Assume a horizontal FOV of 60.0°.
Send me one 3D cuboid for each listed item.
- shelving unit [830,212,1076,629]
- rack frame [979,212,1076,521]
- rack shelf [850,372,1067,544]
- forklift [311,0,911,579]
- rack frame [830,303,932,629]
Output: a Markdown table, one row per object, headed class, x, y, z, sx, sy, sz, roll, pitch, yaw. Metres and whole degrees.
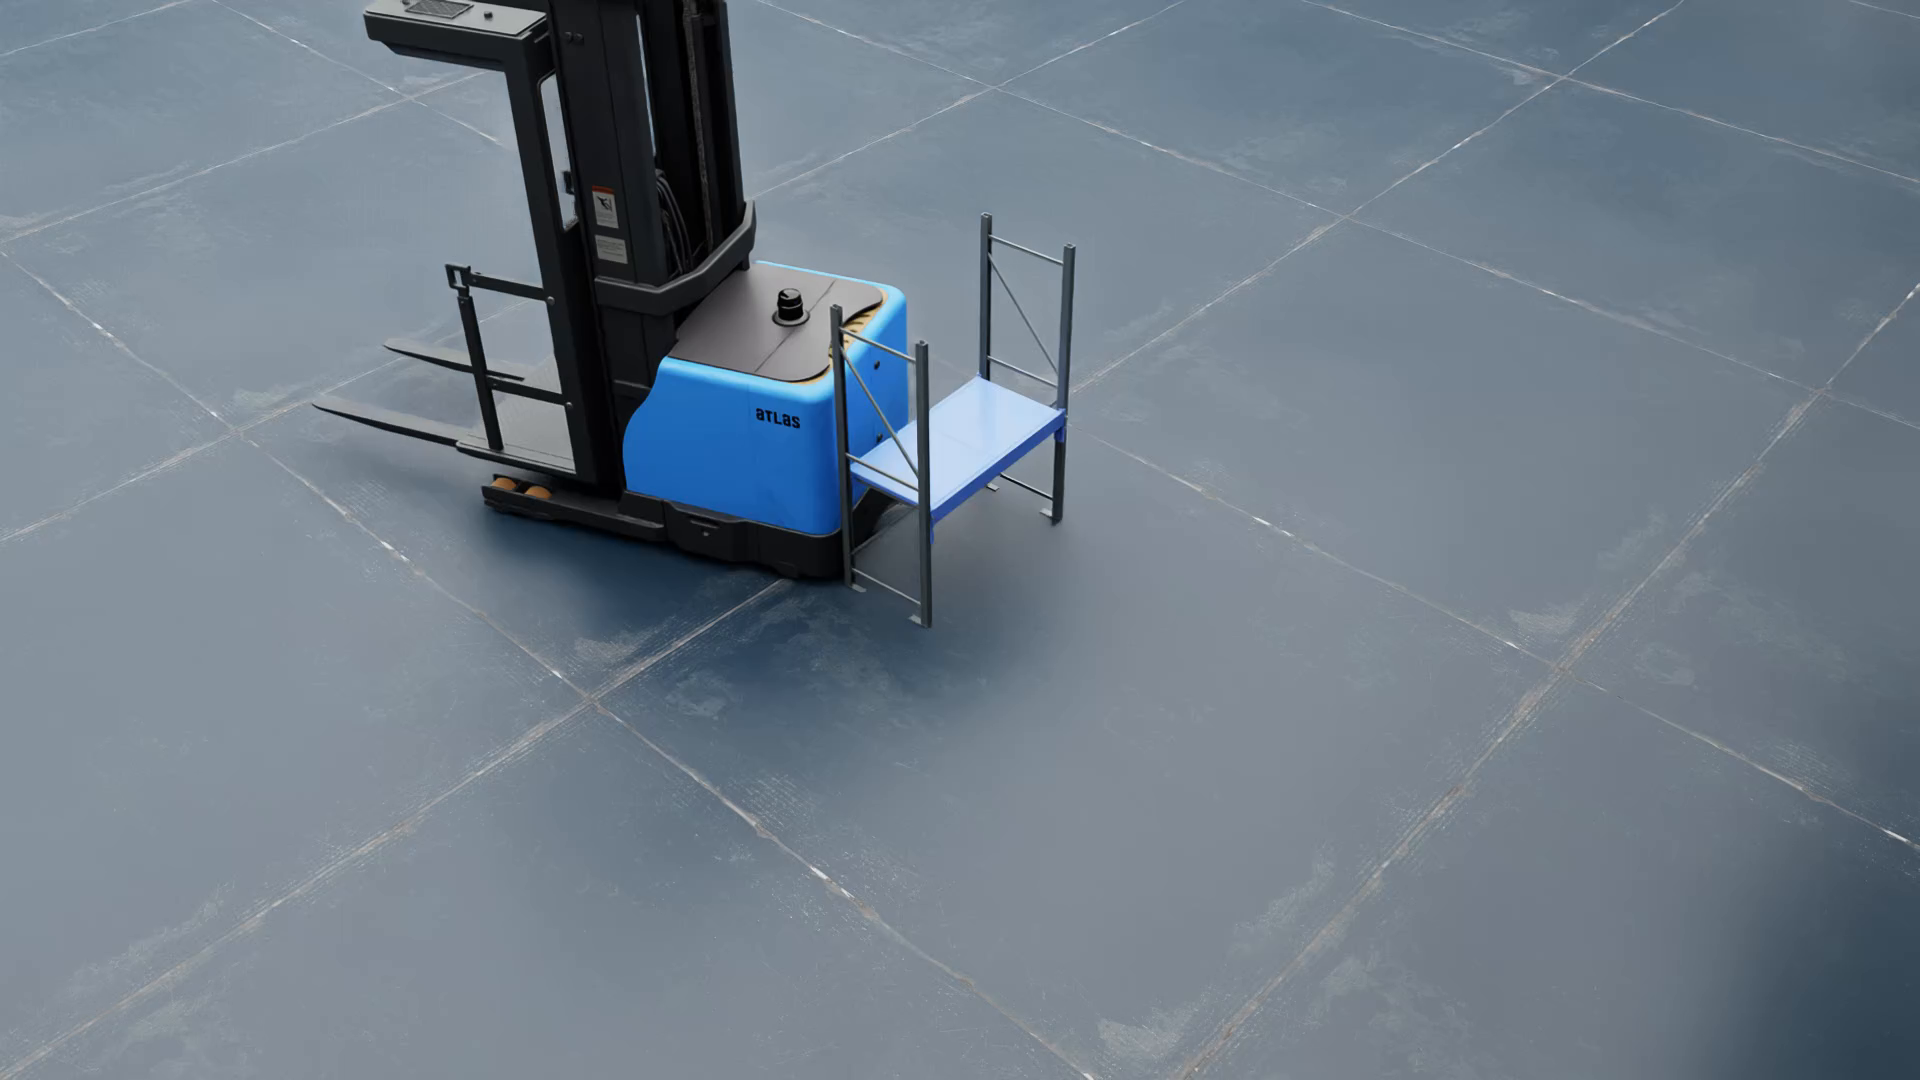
| class | x | y | z | sx | sy | sz | roll | pitch | yaw |
| --- | --- | --- | --- | --- | --- | --- | --- | --- | --- |
| shelving unit | -0.017 | -0.535 | 7.501 | 0.538 | 1.500 | 1.048 | 26 | 45 | 29 |
| rack frame | 0.298 | -0.783 | 7.814 | 0.500 | 1.500 | 0.032 | 26 | 45 | 29 |
| rack shelf | -0.017 | -0.394 | 7.613 | 0.538 | 0.185 | 1.000 | 26 | 45 | 29 |
| forklift | -1.809 | -1.537 | 7.611 | 3.031 | 2.935 | 1.130 | 13 | 40 | 16 |
| rack frame | -0.331 | -0.286 | 7.189 | 0.500 | 1.500 | 0.032 | 26 | 45 | 29 |
